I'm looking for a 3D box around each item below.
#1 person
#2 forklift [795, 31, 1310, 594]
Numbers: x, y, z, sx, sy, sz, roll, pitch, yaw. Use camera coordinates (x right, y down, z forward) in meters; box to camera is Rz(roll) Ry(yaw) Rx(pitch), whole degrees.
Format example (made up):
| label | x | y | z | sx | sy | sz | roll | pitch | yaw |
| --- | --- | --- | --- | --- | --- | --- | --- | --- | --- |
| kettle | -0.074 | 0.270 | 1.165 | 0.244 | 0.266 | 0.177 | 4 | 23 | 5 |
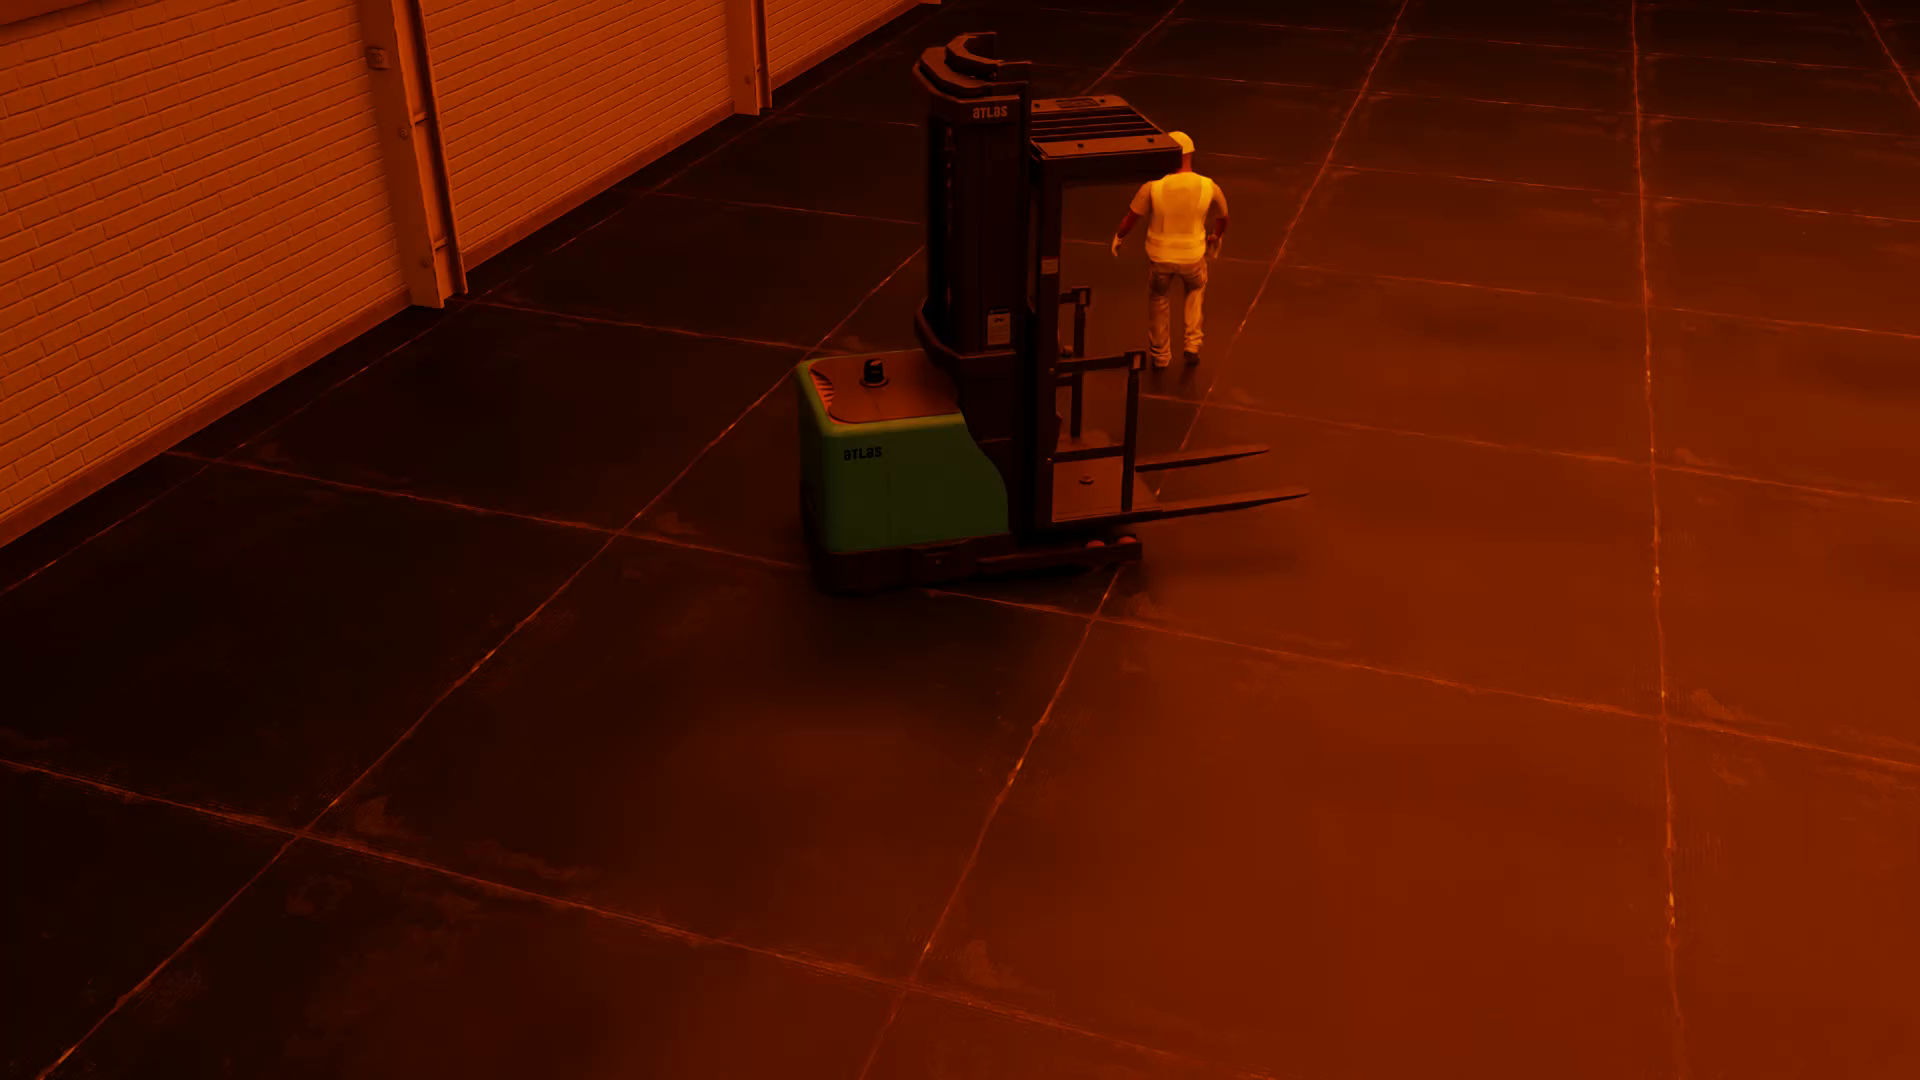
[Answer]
| label | x | y | z | sx | sy | sz | roll | pitch | yaw |
| --- | --- | --- | --- | --- | --- | --- | --- | --- | --- |
| person | 1.505 | -2.081 | 11.992 | 0.827 | 1.759 | 0.483 | 4 | 30 | 7 |
| forklift | 0.592 | -1.347 | 9.500 | 3.031 | 2.935 | 1.130 | -7 | 30 | -12 |
